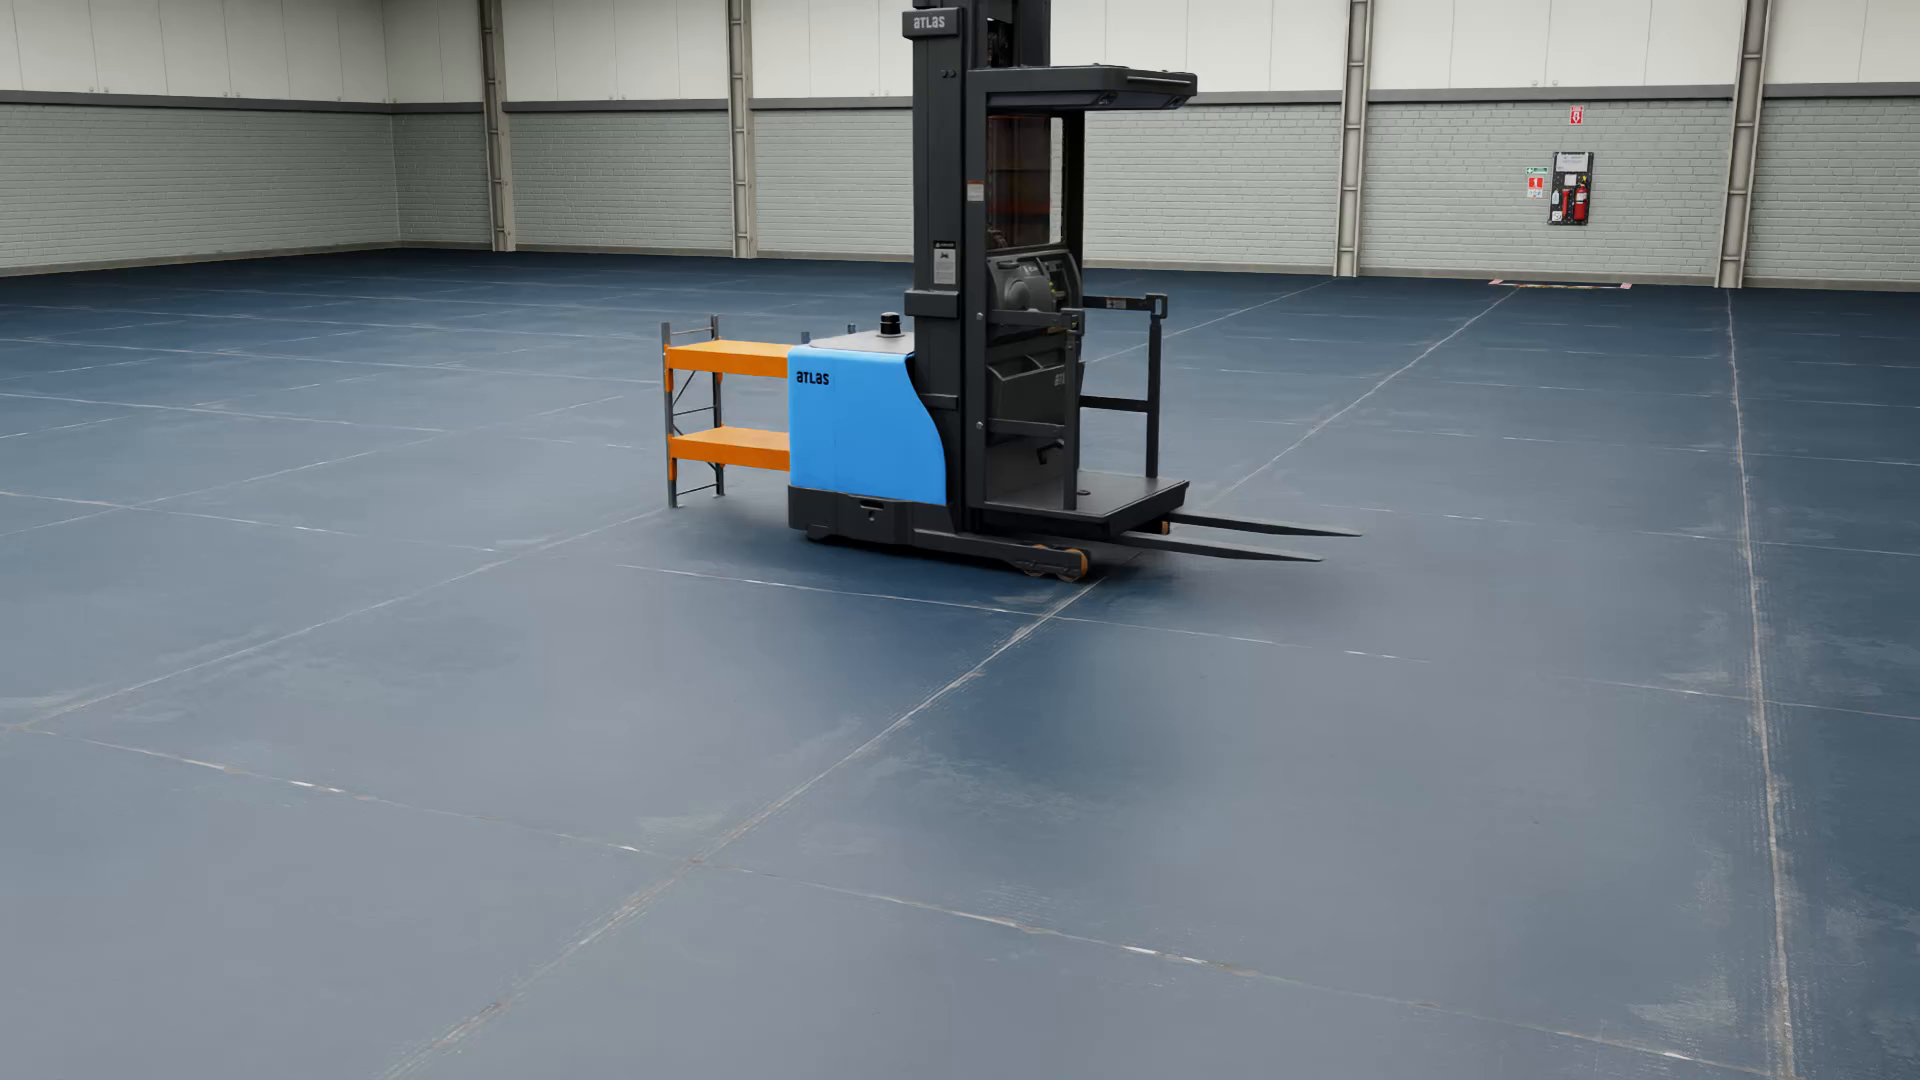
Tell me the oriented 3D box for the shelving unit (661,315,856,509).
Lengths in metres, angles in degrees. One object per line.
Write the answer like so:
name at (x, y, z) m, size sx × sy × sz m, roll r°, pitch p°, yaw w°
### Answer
shelving unit at (-1.187, -0.725, 9.884) m, size 1.048 × 1.125 × 0.538 m, roll 8°, pitch 15°, yaw 30°

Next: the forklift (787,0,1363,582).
forklift at (0.573, -1.355, 8.612) m, size 3.031 × 2.935 × 1.130 m, roll 8°, pitch 15°, yaw 30°

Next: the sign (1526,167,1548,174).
sign at (9.439, -6.044, 27.207) m, size 0.331 × 0.109 × 0.001 m, roll 6°, pitch 14°, yaw 23°

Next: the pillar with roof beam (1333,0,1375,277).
pillar with roof beam at (4.917, -8.038, 23.811) m, size 0.400 × 9.000 × 9.100 m, roll 6°, pitch 14°, yaw 23°

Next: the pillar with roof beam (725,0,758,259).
pillar with roof beam at (-6.055, -9.148, 28.543) m, size 0.400 × 9.000 × 9.100 m, roll 6°, pitch 14°, yaw 23°

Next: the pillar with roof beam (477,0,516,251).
pillar with roof beam at (-11.541, -9.703, 30.909) m, size 0.400 × 9.000 × 9.100 m, roll 6°, pitch 14°, yaw 23°

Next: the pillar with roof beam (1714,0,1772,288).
pillar with roof beam at (10.403, -7.483, 21.445) m, size 0.400 × 9.000 × 9.100 m, roll 6°, pitch 14°, yaw 23°

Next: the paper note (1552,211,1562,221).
paper note at (9.768, -5.300, 27.203) m, size 0.142 × 0.148 × 0.016 m, roll 6°, pitch 14°, yaw 23°

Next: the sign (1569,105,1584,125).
sign at (9.935, -6.848, 26.798) m, size 0.199 × 0.298 × 0.001 m, roll 6°, pitch 14°, yaw 23°

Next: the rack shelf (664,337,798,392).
rack shelf at (-1.187, -1.010, 9.817) m, size 1.000 × 0.278 × 0.538 m, roll 8°, pitch 15°, yaw 30°

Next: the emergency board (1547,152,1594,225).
emergency board at (9.902, -5.698, 26.971) m, size 0.643 × 1.169 × 0.194 m, roll 6°, pitch 14°, yaw 23°

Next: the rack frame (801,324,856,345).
rack frame at (-0.750, -0.666, 9.631) m, size 0.032 × 1.125 × 0.500 m, roll 8°, pitch 15°, yaw 30°

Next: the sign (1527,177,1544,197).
sign at (9.439, -5.788, 27.277) m, size 0.234 × 0.329 × 0.001 m, roll 6°, pitch 14°, yaw 23°

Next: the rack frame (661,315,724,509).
rack frame at (-1.624, -0.785, 10.137) m, size 0.032 × 1.125 × 0.500 m, roll 8°, pitch 15°, yaw 30°

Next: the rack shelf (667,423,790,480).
rack shelf at (-1.187, -0.487, 9.940) m, size 1.000 × 0.278 × 0.538 m, roll 8°, pitch 15°, yaw 30°
